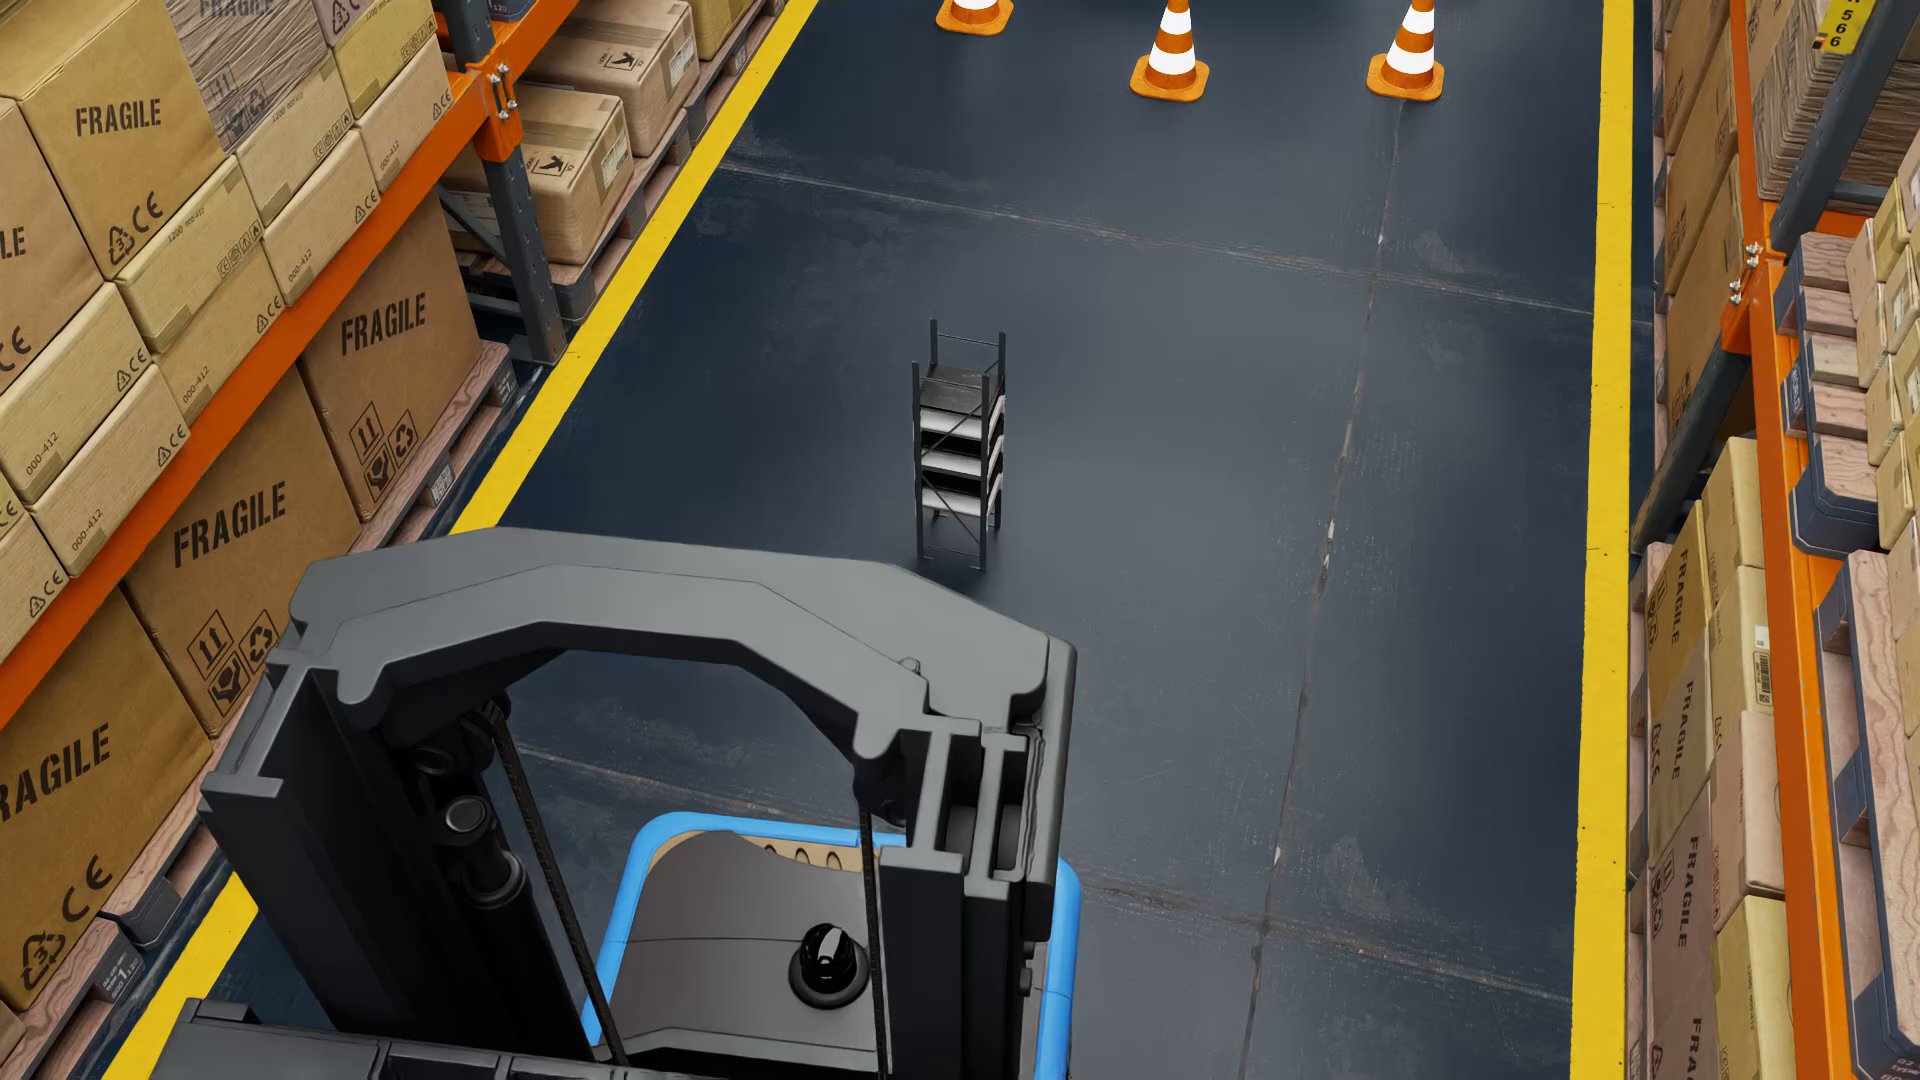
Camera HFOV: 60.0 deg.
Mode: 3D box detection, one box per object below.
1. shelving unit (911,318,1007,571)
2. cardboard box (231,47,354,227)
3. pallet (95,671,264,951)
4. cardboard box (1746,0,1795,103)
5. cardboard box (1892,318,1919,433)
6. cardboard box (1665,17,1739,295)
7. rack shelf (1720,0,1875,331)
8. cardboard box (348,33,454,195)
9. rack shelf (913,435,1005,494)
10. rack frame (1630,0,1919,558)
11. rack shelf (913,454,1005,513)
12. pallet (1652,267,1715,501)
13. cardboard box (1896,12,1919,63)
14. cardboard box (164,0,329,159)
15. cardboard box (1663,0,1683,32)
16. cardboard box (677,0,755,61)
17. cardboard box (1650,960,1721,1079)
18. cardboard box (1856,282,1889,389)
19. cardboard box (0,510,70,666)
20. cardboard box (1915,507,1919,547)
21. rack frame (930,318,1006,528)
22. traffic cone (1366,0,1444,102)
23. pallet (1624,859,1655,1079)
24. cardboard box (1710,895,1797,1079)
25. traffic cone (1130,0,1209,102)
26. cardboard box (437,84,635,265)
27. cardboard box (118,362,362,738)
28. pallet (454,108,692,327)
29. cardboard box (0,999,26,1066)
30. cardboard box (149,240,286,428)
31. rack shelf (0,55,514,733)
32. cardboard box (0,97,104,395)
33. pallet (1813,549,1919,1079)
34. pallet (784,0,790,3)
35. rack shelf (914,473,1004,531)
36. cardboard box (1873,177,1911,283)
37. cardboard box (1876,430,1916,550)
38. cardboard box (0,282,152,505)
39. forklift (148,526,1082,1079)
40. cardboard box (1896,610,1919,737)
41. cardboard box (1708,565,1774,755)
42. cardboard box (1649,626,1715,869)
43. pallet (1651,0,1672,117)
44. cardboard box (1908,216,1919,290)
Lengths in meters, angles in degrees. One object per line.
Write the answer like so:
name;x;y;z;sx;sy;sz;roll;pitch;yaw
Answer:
shelving unit;-0.002;-0.292;5.407;0.258;0.900;0.210;12;50;10
cardboard box;-2.020;-1.133;4.516;0.500;0.250;0.500;10;49;9
pallet;-2.609;0.569;5.107;1.003;0.211;1.213;12;50;10
cardboard box;2.788;-1.658;5.146;0.500;0.500;0.500;12;50;10
cardboard box;2.339;-0.339;3.738;0.380;0.149;0.250;10;49;9
cardboard box;3.270;-1.335;6.148;1.050;0.750;0.750;12;50;11
rack shelf;3.322;-2.094;6.077;1.077;0.370;4.000;12;50;10
cardboard box;-1.889;-1.322;5.016;0.500;0.250;0.500;10;49;9
rack shelf;-0.002;-0.270;5.432;0.258;0.077;0.200;12;50;10
rack frame;2.796;-0.885;4.531;1.000;3.000;0.127;12;50;10
rack shelf;-0.002;-0.210;5.500;0.258;0.077;0.200;12;50;10
pallet;3.076;-0.518;6.066;1.003;0.211;1.213;12;50;10
cardboard box;2.924;-1.572;4.403;0.700;0.500;0.500;11;50;10
cardboard box;-2.017;-1.355;4.211;0.500;0.500;0.500;12;50;11
cardboard box;3.772;-2.706;7.358;1.050;0.750;0.750;11;50;10
cardboard box;-1.456;-2.548;7.471;0.950;0.372;0.625;13;50;11
cardboard box;1.969;1.370;3.927;0.500;0.500;0.500;11;49;9
cardboard box;2.413;-0.463;4.046;0.380;0.149;0.250;14;50;12
cardboard box;-2.404;0.146;3.721;0.500;0.250;0.500;11;50;10
cardboard box;2.206;0.023;3.418;0.380;0.149;0.250;12;50;10
rack frame;0.025;-0.365;5.472;0.240;0.900;0.006;12;50;10
traffic cone;2.039;-2.267;7.442;0.336;0.463;0.334;12;50;10
pallet;2.266;1.482;4.301;1.003;0.211;1.213;12;50;10
cardboard box;1.969;1.105;3.661;0.500;0.250;0.500;10;49;8
traffic cone;0.959;-2.262;7.438;0.336;0.463;0.334;12;50;10
cardboard box;-1.848;-1.465;6.515;0.950;0.372;0.625;9;49;7
cardboard box;-2.507;-0.097;4.972;0.875;0.875;0.875;12;50;10
pallet;-1.799;-1.431;6.872;1.003;0.211;1.213;12;50;10
cardboard box;-2.973;1.204;3.824;0.875;0.875;0.875;13;50;11
cardboard box;-2.156;-0.589;4.369;0.500;0.250;0.500;11;50;10
rack shelf;-2.533;-0.104;4.321;1.077;0.370;4.000;12;50;10
cardboard box;-2.294;-0.632;3.574;0.500;0.500;0.500;11;49;9
pallet;2.314;0.618;3.332;1.003;0.211;1.213;12;50;10
pallet;-1.157;-3.196;8.430;1.003;0.211;1.213;12;50;10
rack shelf;-0.002;-0.151;5.567;0.258;0.077;0.200;12;50;10
cardboard box;2.475;-0.730;4.082;0.380;0.149;0.250;14;50;12
cardboard box;2.273;-0.072;3.701;0.380;0.149;0.250;14;50;12
cardboard box;-2.271;-0.383;3.854;0.500;0.250;0.500;10;49;9
forklift;-0.412;1.495;2.476;1.130;2.935;3.031;5;49;5
cardboard box;2.136;0.302;3.370;0.380;0.149;0.250;12;50;11
cardboard box;2.247;0.373;4.307;0.500;0.250;0.500;11;49;10
cardboard box;2.235;0.629;4.582;0.500;0.500;0.500;12;50;10
pallet;3.718;-2.283;7.624;1.003;0.211;1.213;12;50;10
cardboard box;2.419;-0.647;3.811;0.380;0.149;0.250;10;49;9
